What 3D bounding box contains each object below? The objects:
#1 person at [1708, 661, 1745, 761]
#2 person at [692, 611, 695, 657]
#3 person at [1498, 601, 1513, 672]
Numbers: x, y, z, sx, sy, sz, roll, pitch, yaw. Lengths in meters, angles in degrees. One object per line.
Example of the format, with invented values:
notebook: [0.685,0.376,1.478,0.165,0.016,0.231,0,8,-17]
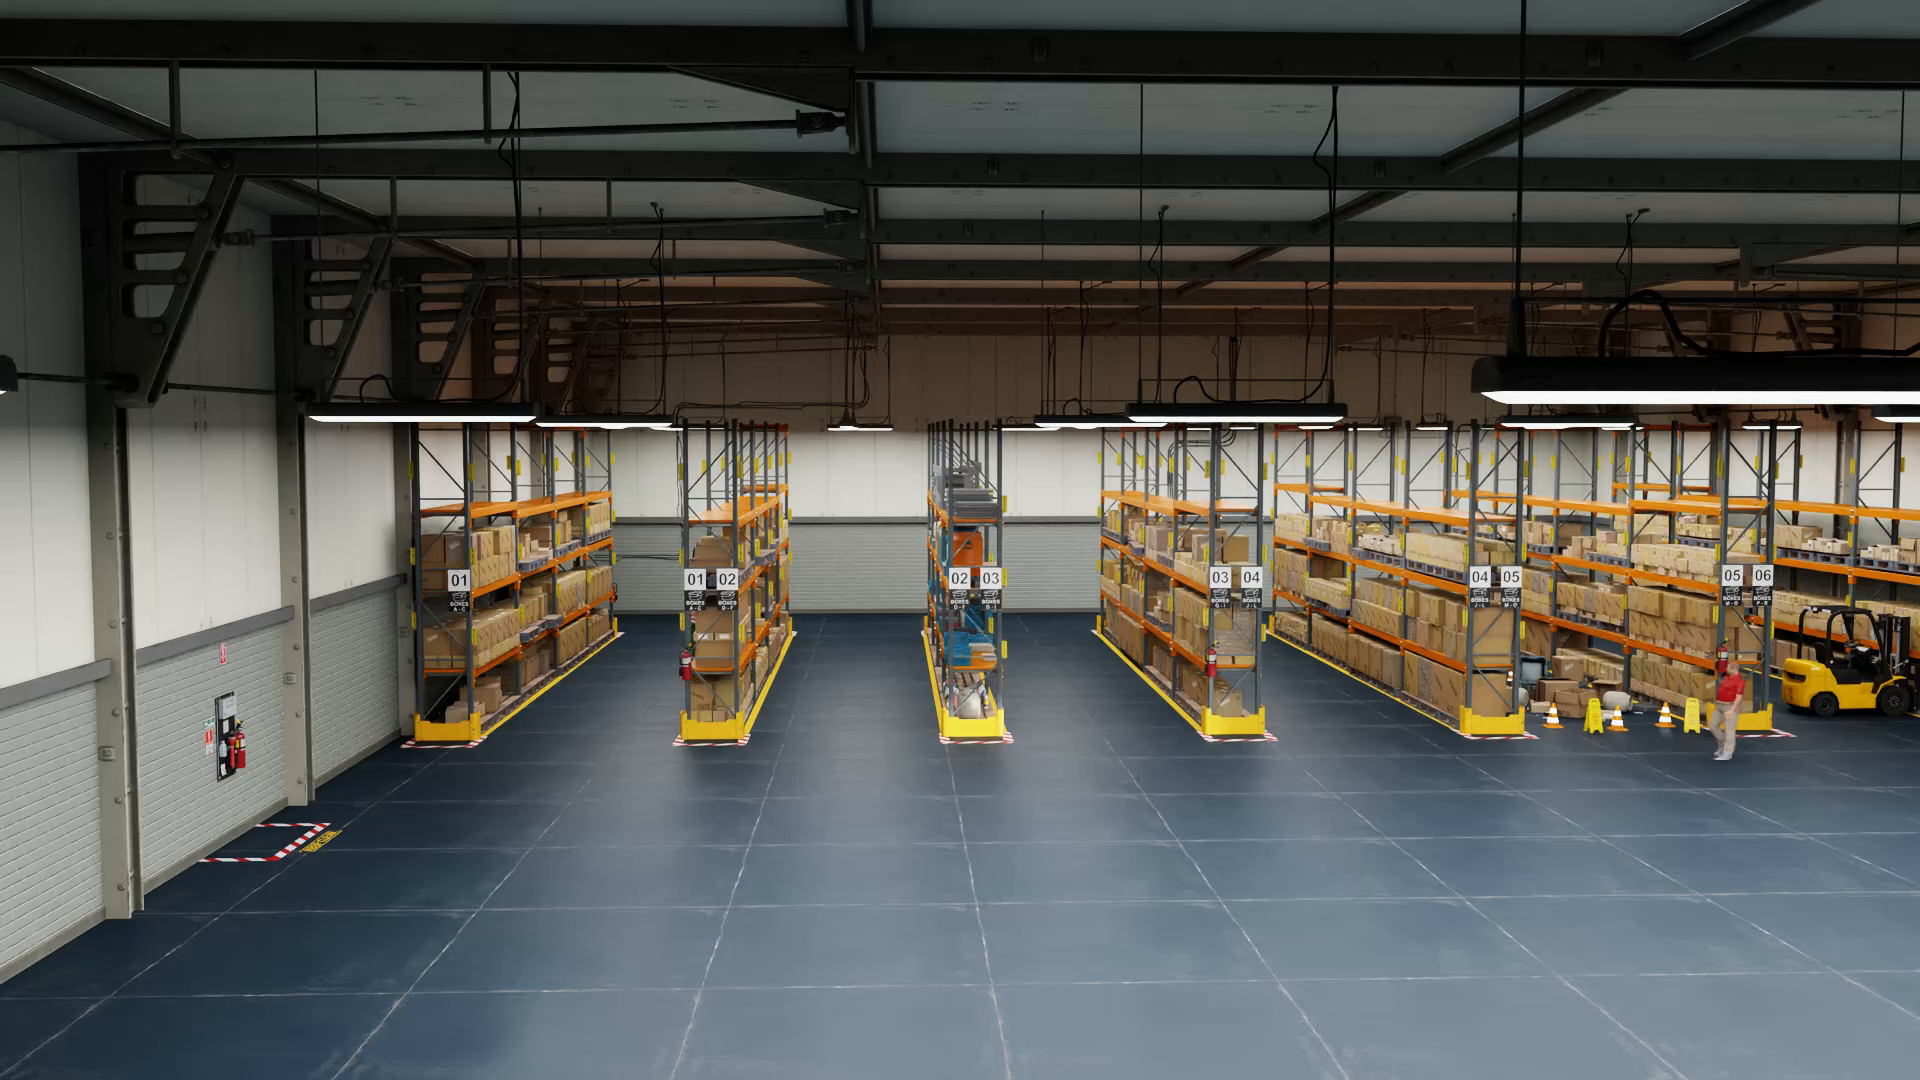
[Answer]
person: [13.457,3.002,29.231,0.531,1.751,0.616,-1,4,-21]
person: [-6.643,2.112,42.322,0.483,1.782,0.625,-1,4,-15]
person: [13.000,2.287,39.803,0.597,1.801,0.689,-1,4,-15]
